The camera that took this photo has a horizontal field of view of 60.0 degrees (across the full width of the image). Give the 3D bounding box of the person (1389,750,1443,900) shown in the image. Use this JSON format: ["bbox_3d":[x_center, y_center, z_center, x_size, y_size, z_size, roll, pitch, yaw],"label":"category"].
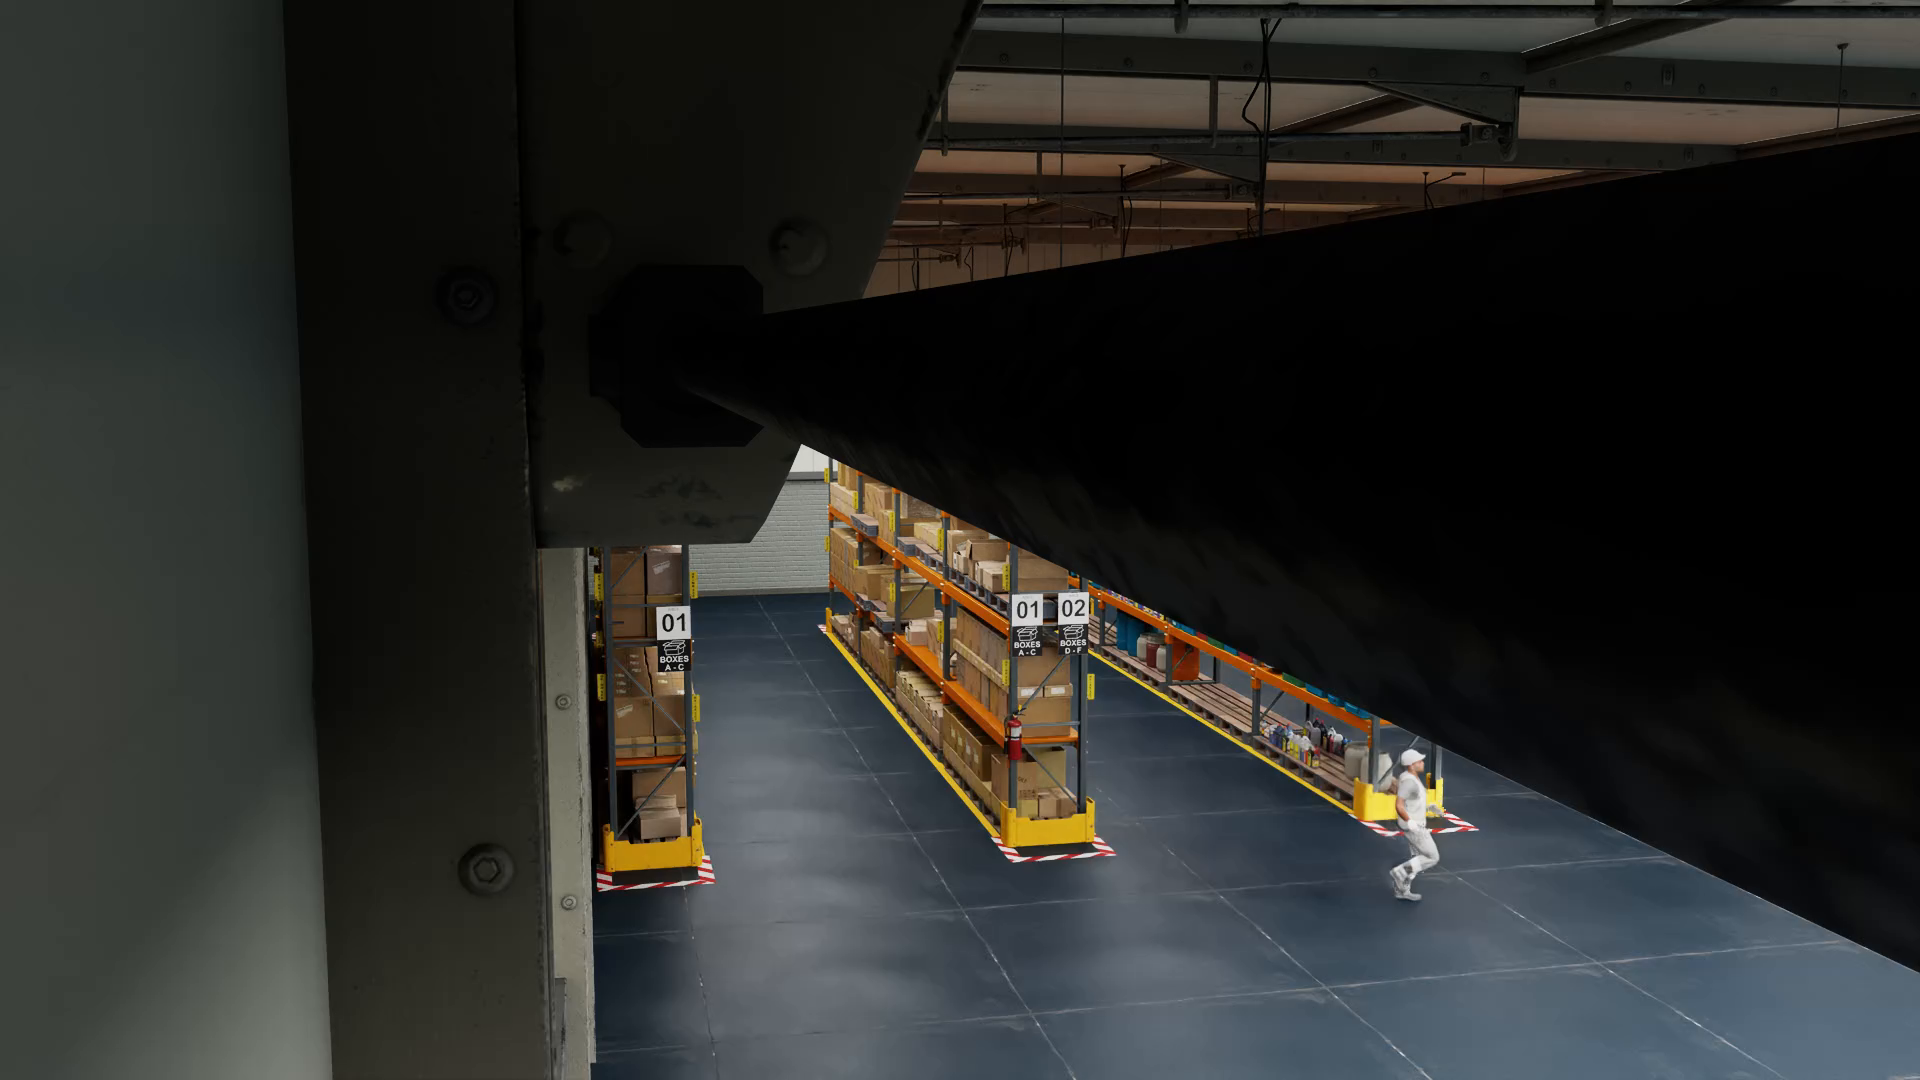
[{"bbox_3d":[5.176,3.235,18.859,0.580,1.737,0.666,1,7,12],"label":"person"}]
